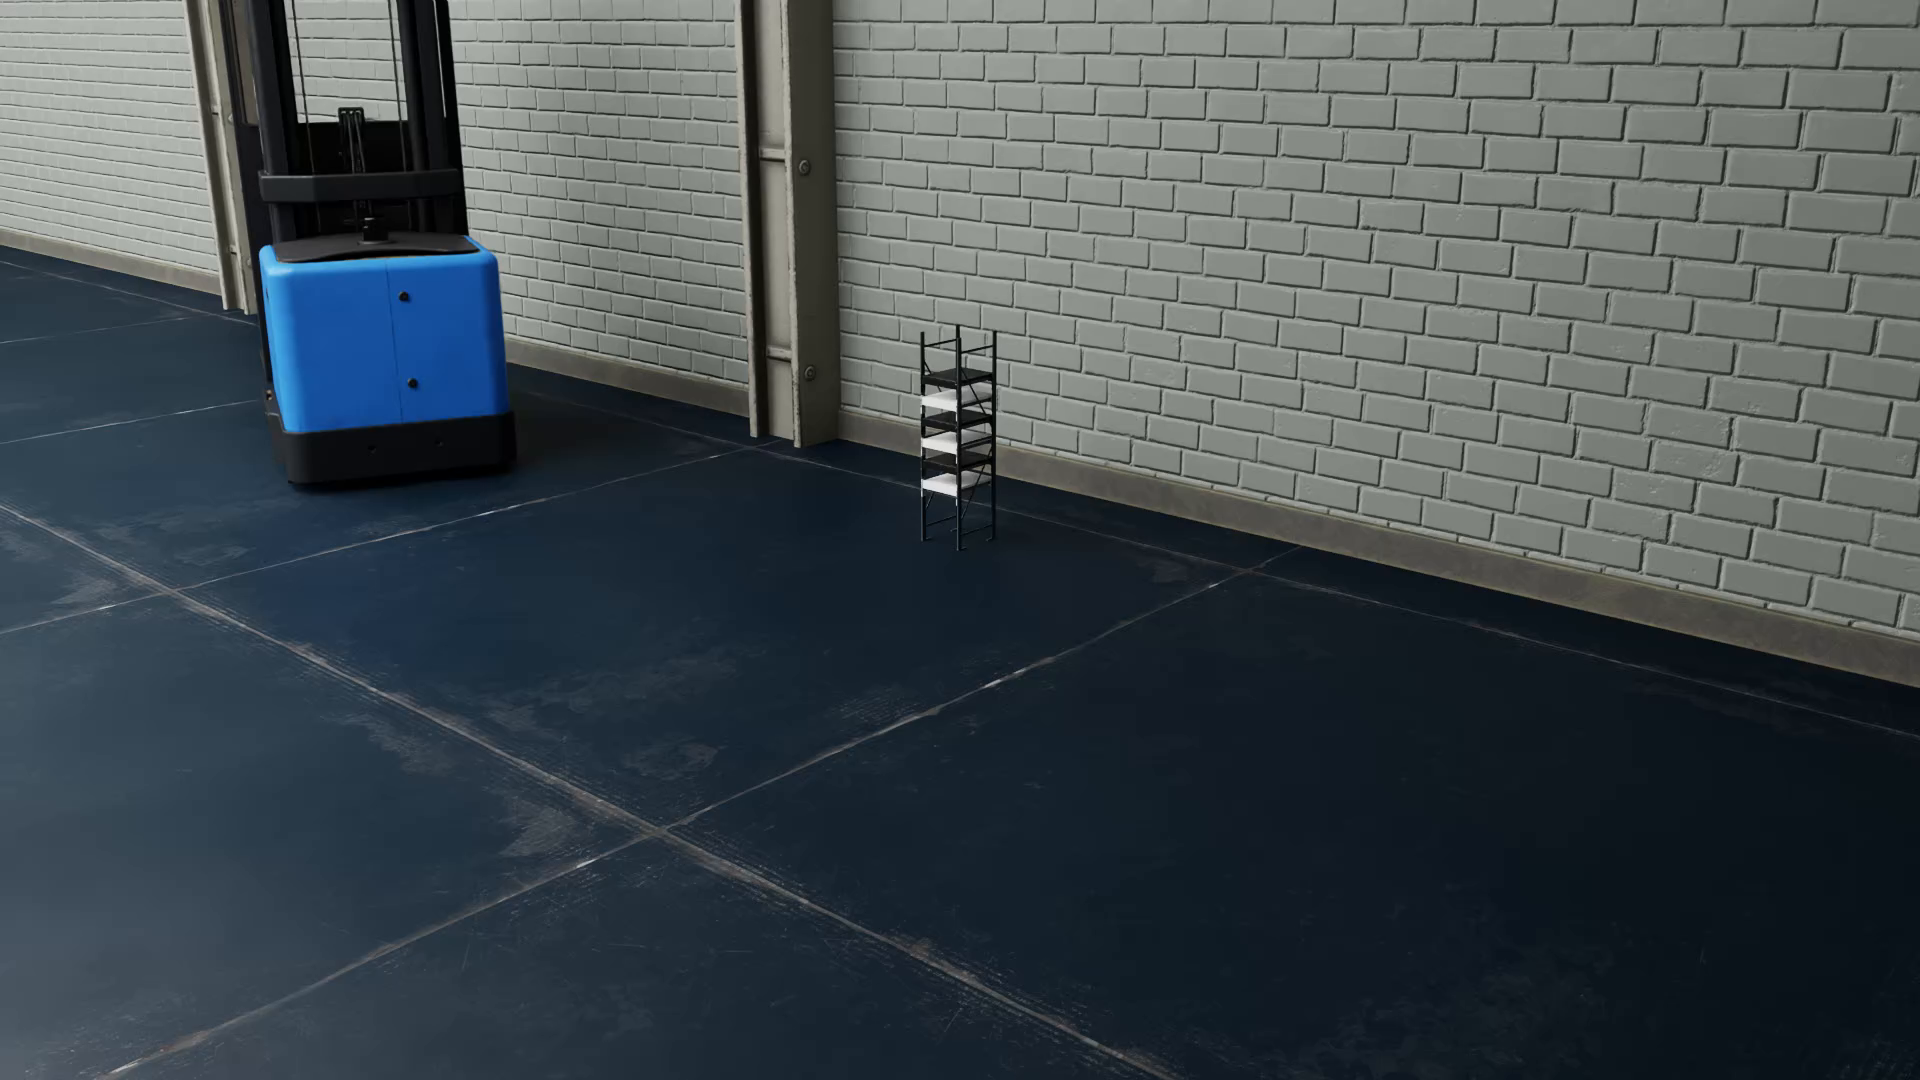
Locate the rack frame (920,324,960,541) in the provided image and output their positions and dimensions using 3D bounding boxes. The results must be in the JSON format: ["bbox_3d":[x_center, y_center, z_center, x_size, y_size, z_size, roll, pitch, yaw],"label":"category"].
[{"bbox_3d":[-0.082,-0.451,7.045,0.006,0.900,0.240,15,23,39],"label":"rack frame"}]

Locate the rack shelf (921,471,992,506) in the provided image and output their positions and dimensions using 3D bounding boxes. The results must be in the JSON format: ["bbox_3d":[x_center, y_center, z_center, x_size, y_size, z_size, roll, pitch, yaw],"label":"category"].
[{"bbox_3d":[-0.006,-0.227,7.045,0.200,0.077,0.258,15,23,39],"label":"rack shelf"}]

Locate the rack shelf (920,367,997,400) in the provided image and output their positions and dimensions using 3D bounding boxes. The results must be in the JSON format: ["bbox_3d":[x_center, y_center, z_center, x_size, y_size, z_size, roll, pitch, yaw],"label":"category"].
[{"bbox_3d":[-0.006,-0.656,6.909,0.200,0.077,0.258,15,23,39],"label":"rack shelf"}]

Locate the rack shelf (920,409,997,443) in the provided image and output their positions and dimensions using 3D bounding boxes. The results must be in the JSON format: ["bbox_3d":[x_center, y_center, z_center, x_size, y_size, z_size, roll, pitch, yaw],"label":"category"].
[{"bbox_3d":[-0.006,-0.485,6.964,0.200,0.077,0.258,15,23,39],"label":"rack shelf"}]

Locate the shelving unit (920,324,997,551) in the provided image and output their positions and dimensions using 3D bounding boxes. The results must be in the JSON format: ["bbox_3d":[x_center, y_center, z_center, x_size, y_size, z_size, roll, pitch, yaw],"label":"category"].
[{"bbox_3d":[-0.006,-0.431,6.981,0.210,0.900,0.258,15,23,39],"label":"shelving unit"}]

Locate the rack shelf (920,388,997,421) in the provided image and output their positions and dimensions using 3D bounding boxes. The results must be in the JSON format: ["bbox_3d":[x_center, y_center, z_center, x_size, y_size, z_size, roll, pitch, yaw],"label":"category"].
[{"bbox_3d":[-0.006,-0.570,6.936,0.200,0.077,0.258,15,23,39],"label":"rack shelf"}]

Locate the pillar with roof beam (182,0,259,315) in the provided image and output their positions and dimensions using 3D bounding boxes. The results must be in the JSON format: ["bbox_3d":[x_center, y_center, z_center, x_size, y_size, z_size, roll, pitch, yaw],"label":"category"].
[{"bbox_3d":[-8.217,-5.071,8.215,0.400,9.000,9.100,15,23,39],"label":"pillar with roof beam"}]

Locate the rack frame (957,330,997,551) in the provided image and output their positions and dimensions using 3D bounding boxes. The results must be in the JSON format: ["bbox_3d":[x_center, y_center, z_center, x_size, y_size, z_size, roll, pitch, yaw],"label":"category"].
[{"bbox_3d":[0.070,-0.410,6.916,0.006,0.900,0.240,15,23,39],"label":"rack frame"}]

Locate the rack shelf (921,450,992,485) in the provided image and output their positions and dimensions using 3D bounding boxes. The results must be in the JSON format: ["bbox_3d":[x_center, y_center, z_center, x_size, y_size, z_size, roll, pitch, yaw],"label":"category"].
[{"bbox_3d":[-0.006,-0.313,7.018,0.200,0.077,0.258,15,23,39],"label":"rack shelf"}]

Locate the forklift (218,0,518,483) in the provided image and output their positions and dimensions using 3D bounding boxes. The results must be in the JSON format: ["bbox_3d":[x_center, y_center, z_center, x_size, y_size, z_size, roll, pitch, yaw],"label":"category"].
[{"bbox_3d":[-3.232,-2.063,8.766,1.130,2.935,3.031,-8,19,-23],"label":"forklift"}]

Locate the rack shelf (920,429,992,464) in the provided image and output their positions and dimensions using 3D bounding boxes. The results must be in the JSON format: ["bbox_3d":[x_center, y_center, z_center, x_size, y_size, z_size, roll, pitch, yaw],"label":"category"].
[{"bbox_3d":[-0.006,-0.399,6.991,0.200,0.077,0.258,15,23,39],"label":"rack shelf"}]

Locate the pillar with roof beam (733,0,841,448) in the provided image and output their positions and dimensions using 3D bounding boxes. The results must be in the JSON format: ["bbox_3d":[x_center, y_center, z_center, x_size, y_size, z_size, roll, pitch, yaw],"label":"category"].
[{"bbox_3d":[-3.729,-3.867,4.419,0.400,9.000,9.100,15,23,39],"label":"pillar with roof beam"}]
